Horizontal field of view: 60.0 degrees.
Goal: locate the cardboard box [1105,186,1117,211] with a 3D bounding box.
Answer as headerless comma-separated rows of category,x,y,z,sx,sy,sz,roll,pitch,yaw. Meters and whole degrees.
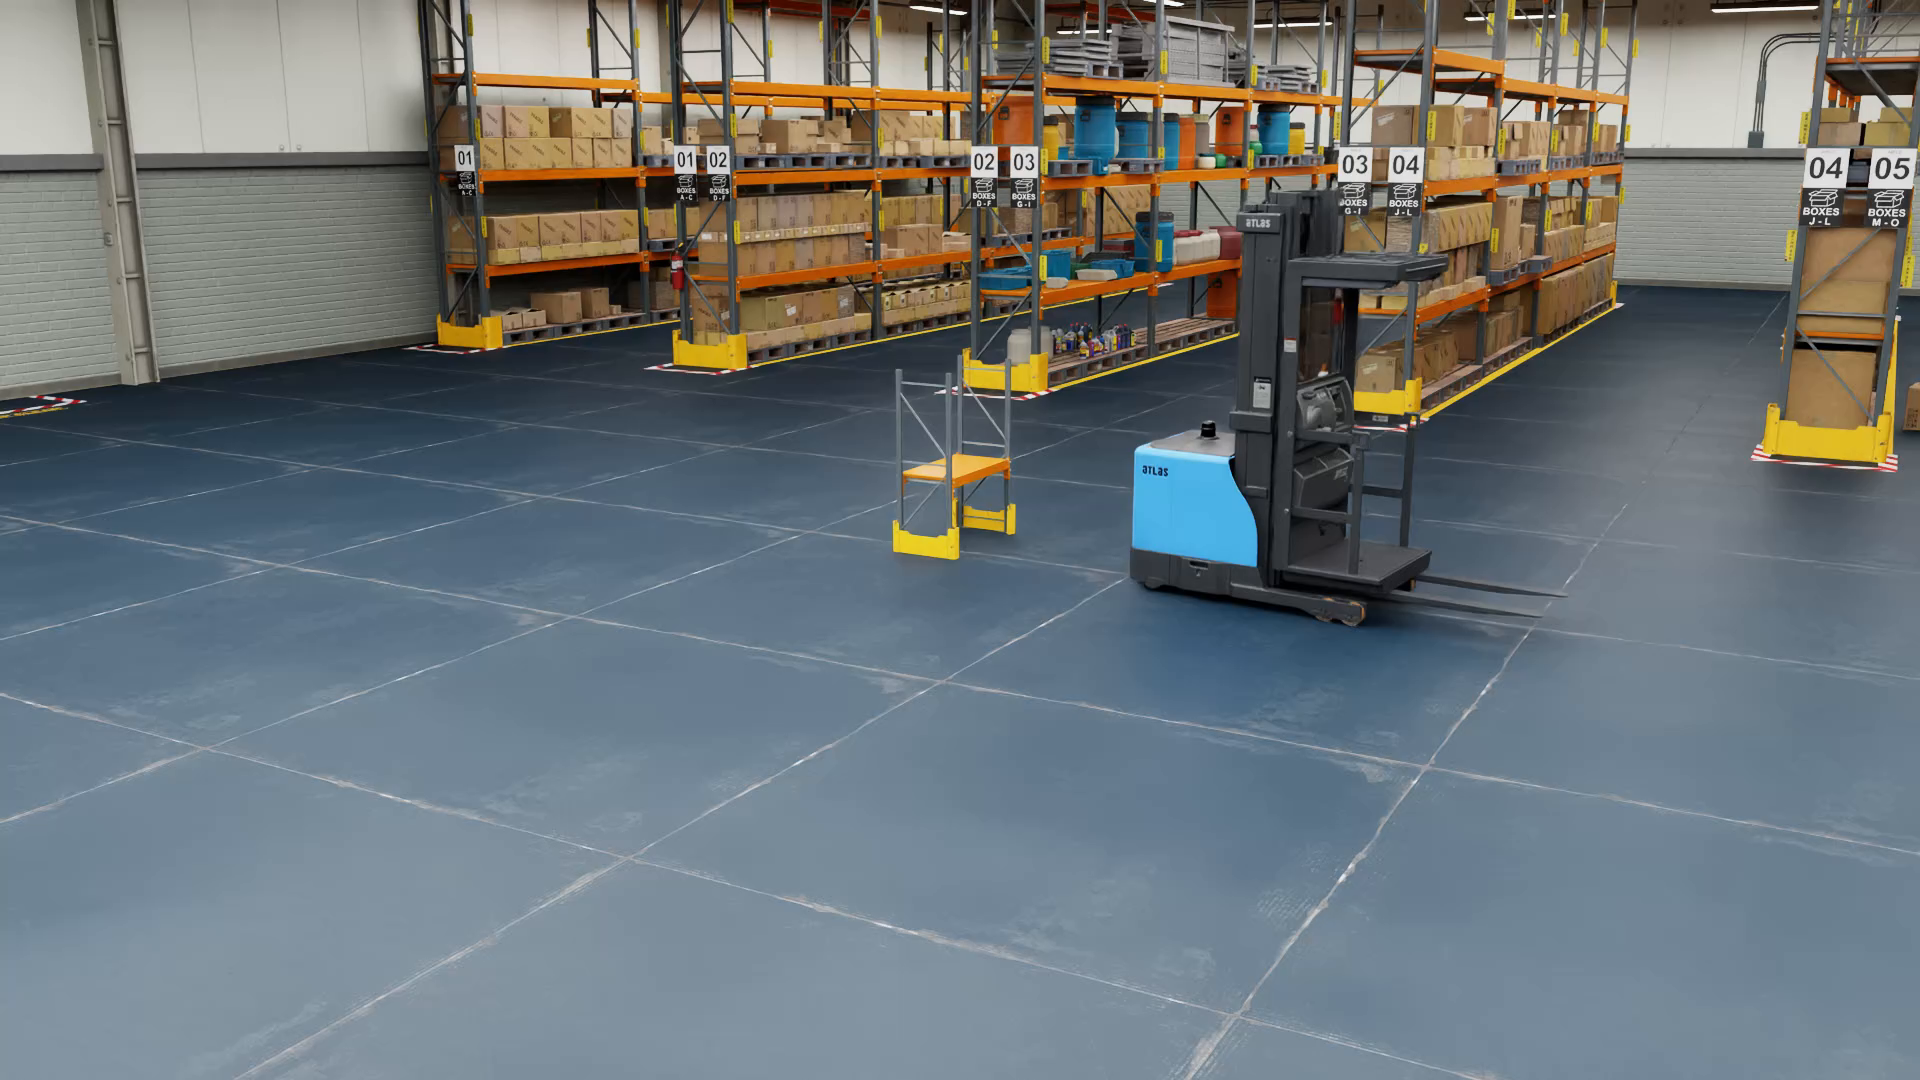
cardboard box,3.053,-7.343,35.744,0.500,0.500,0.500,7,15,26

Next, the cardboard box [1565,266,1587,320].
cardboard box,10.459,-4.447,29.715,1.225,0.875,0.875,7,15,28

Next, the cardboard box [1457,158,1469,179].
cardboard box,6.143,-4.717,21.118,0.500,0.250,0.500,8,16,30

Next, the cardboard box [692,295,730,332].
cardboard box,-3.722,-3.446,25.297,0.500,0.500,0.500,7,15,28

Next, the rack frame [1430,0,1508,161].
rack frame,6.883,-6.684,22.558,1.000,3.000,0.127,7,15,28

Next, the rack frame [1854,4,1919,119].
rack frame,16.977,-8.563,30.353,1.000,3.000,0.127,7,15,28

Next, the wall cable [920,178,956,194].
wall cable,-0.533,-8.777,41.872,0.084,1.984,1.851,7,15,28

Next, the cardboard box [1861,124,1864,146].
cardboard box,9.477,-4.382,17.983,0.500,0.250,0.500,7,15,28

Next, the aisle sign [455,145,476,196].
aisle sign,-7.831,-5.846,26.334,0.394,0.787,0.004,7,15,28

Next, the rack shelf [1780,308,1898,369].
rack shelf,10.210,-2.425,19.226,1.077,0.370,4.000,7,15,28

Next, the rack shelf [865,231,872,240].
rack shelf,-3.224,-6.332,35.435,1.077,0.370,4.000,7,15,28

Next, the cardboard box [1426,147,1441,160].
cardboard box,5.495,-4.599,19.777,0.380,0.149,0.250,8,16,29

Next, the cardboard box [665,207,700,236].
cardboard box,-5.282,-6.067,31.646,0.700,0.500,0.500,10,17,36

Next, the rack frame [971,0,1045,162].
rack frame,0.614,-6.425,21.482,1.000,3.000,0.127,7,15,28

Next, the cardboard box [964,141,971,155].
cardboard box,-0.023,-7.201,30.528,0.500,0.250,0.500,6,15,24

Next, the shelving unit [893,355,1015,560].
shelving unit,-0.037,-0.713,13.793,0.587,1.500,1.083,7,15,28

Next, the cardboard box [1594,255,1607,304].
cardboard box,12.005,-5.074,32.316,0.875,0.875,0.875,7,15,28

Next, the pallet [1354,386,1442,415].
pallet,5.410,-1.770,20.923,1.003,0.211,1.213,7,15,28

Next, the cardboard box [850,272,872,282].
cardboard box,-2.458,-6.104,36.641,0.750,0.750,0.750,8,15,29

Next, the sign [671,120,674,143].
sign,-4.189,-5.985,24.337,0.100,0.325,0.005,7,15,28

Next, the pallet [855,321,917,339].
pallet,-1.465,-3.691,28.892,1.003,0.211,1.213,7,15,28

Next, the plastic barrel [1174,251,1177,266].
plastic barrel,3.322,-4.516,26.659,0.301,0.262,0.301,0,14,0

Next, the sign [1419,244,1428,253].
sign,5.425,-3.306,19.501,0.100,0.325,0.005,7,15,28

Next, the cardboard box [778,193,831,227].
cardboard box,-2.481,-5.272,26.519,0.700,0.500,0.500,7,15,28

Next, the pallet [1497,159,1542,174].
pallet,7.774,-5.462,24.291,1.213,0.211,1.003,7,15,28

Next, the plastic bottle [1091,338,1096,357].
plastic bottle,1.929,-2.803,24.141,0.097,0.271,0.097,0,14,0

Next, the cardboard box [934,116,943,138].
cardboard box,-0.690,-9.633,38.802,0.500,0.500,0.500,8,16,30

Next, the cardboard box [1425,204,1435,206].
cardboard box,5.961,-4.178,21.982,0.500,0.500,0.500,7,15,28

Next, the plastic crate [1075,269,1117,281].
plastic crate,1.984,-3.839,24.119,0.530,0.136,0.437,7,15,28

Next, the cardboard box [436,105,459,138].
cardboard box,-8.079,-6.751,26.848,0.500,0.500,0.500,8,16,31

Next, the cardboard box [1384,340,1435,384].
cardboard box,5.844,-2.315,21.673,0.500,0.500,0.500,9,16,33

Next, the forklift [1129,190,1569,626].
forklift,2.783,-0.968,11.796,3.031,2.935,1.130,9,16,34

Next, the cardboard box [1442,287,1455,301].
cardboard box,6.106,-3.153,21.248,0.380,0.149,0.250,7,15,28

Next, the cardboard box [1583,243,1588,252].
cardboard box,11.185,-5.310,30.194,0.380,0.149,0.250,7,15,28

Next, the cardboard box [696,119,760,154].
cardboard box,-3.439,-5.968,24.574,0.797,0.503,0.637,9,16,32

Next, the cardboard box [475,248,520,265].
cardboard box,-7.545,-4.631,27.122,0.500,0.250,0.500,7,15,26

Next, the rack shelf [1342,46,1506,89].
rack shelf,5.917,-5.922,20.941,1.077,0.370,4.000,7,15,28

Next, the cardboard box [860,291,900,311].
cardboard box,-1.369,-4.087,28.362,0.500,0.311,0.500,7,15,28

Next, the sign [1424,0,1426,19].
sign,6.395,-7.277,22.686,0.100,0.325,0.005,7,15,28

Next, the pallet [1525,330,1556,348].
pallet,9.264,-3.386,27.627,1.003,0.211,1.213,7,15,28

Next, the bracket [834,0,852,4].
bracket,-2.566,-11.875,36.410,0.235,0.232,0.430,7,15,28

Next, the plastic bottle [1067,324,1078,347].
plastic bottle,1.703,-3.098,25.195,0.144,0.351,0.185,7,15,26

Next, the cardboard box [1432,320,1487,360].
cardboard box,7.199,-2.890,24.015,0.700,0.500,0.500,6,15,24

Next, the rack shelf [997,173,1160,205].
rack shelf,1.581,-5.027,23.619,1.077,0.370,4.000,7,15,28

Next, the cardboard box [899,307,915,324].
cardboard box,-1.126,-3.918,28.854,0.500,0.250,0.500,8,16,29

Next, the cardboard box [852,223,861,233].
cardboard box,-1.852,-5.124,27.290,0.380,0.149,0.250,7,15,27

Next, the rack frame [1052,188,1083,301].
rack frame,2.081,-6.532,34.728,1.000,3.000,0.127,7,15,28

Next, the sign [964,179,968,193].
sign,0.145,-8.527,40.026,0.100,0.325,0.005,7,15,28

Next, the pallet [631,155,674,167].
pallet,-5.733,-6.933,30.390,1.213,0.211,1.003,7,15,28

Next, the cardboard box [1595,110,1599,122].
cardboard box,11.699,-7.940,31.247,0.500,0.250,0.500,7,15,26

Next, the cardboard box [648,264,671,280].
cardboard box,-5.574,-5.058,31.409,0.500,0.250,0.500,7,15,27

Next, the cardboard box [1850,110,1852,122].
cardboard box,9.231,-4.499,17.621,0.380,0.149,0.250,7,15,28

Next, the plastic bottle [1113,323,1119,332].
plastic bottle,2.362,-3.106,25.232,0.144,0.351,0.185,7,15,28

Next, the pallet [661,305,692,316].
pallet,-5.161,-4.507,32.277,1.003,0.211,1.213,7,15,28

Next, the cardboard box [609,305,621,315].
cardboard box,-6.357,-4.175,30.056,0.380,0.166,0.250,5,15,21
